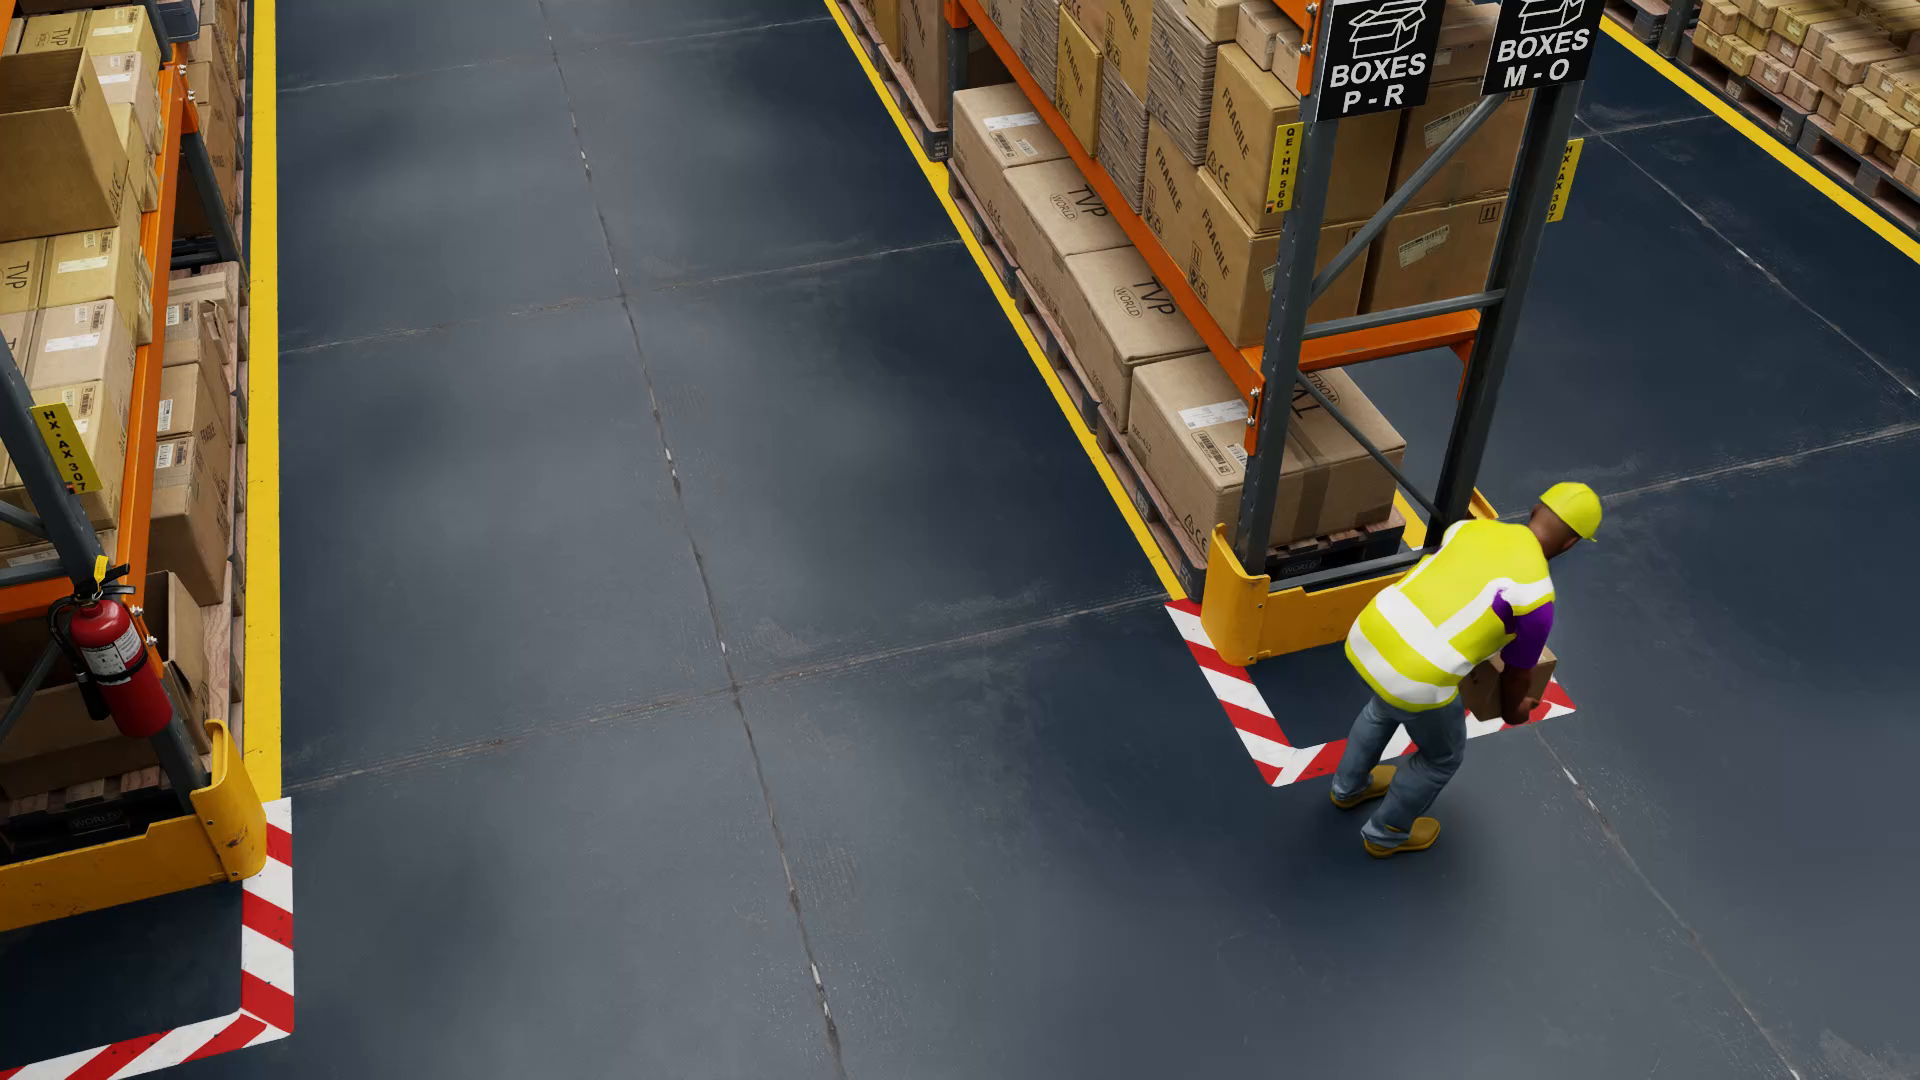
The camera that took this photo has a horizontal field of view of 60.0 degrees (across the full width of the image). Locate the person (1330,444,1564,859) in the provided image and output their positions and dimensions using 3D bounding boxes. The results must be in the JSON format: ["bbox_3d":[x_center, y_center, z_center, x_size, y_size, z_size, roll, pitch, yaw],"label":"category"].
[{"bbox_3d":[1.664,0.384,5.766,0.626,1.697,0.495,-16,44,-17],"label":"person"}]
